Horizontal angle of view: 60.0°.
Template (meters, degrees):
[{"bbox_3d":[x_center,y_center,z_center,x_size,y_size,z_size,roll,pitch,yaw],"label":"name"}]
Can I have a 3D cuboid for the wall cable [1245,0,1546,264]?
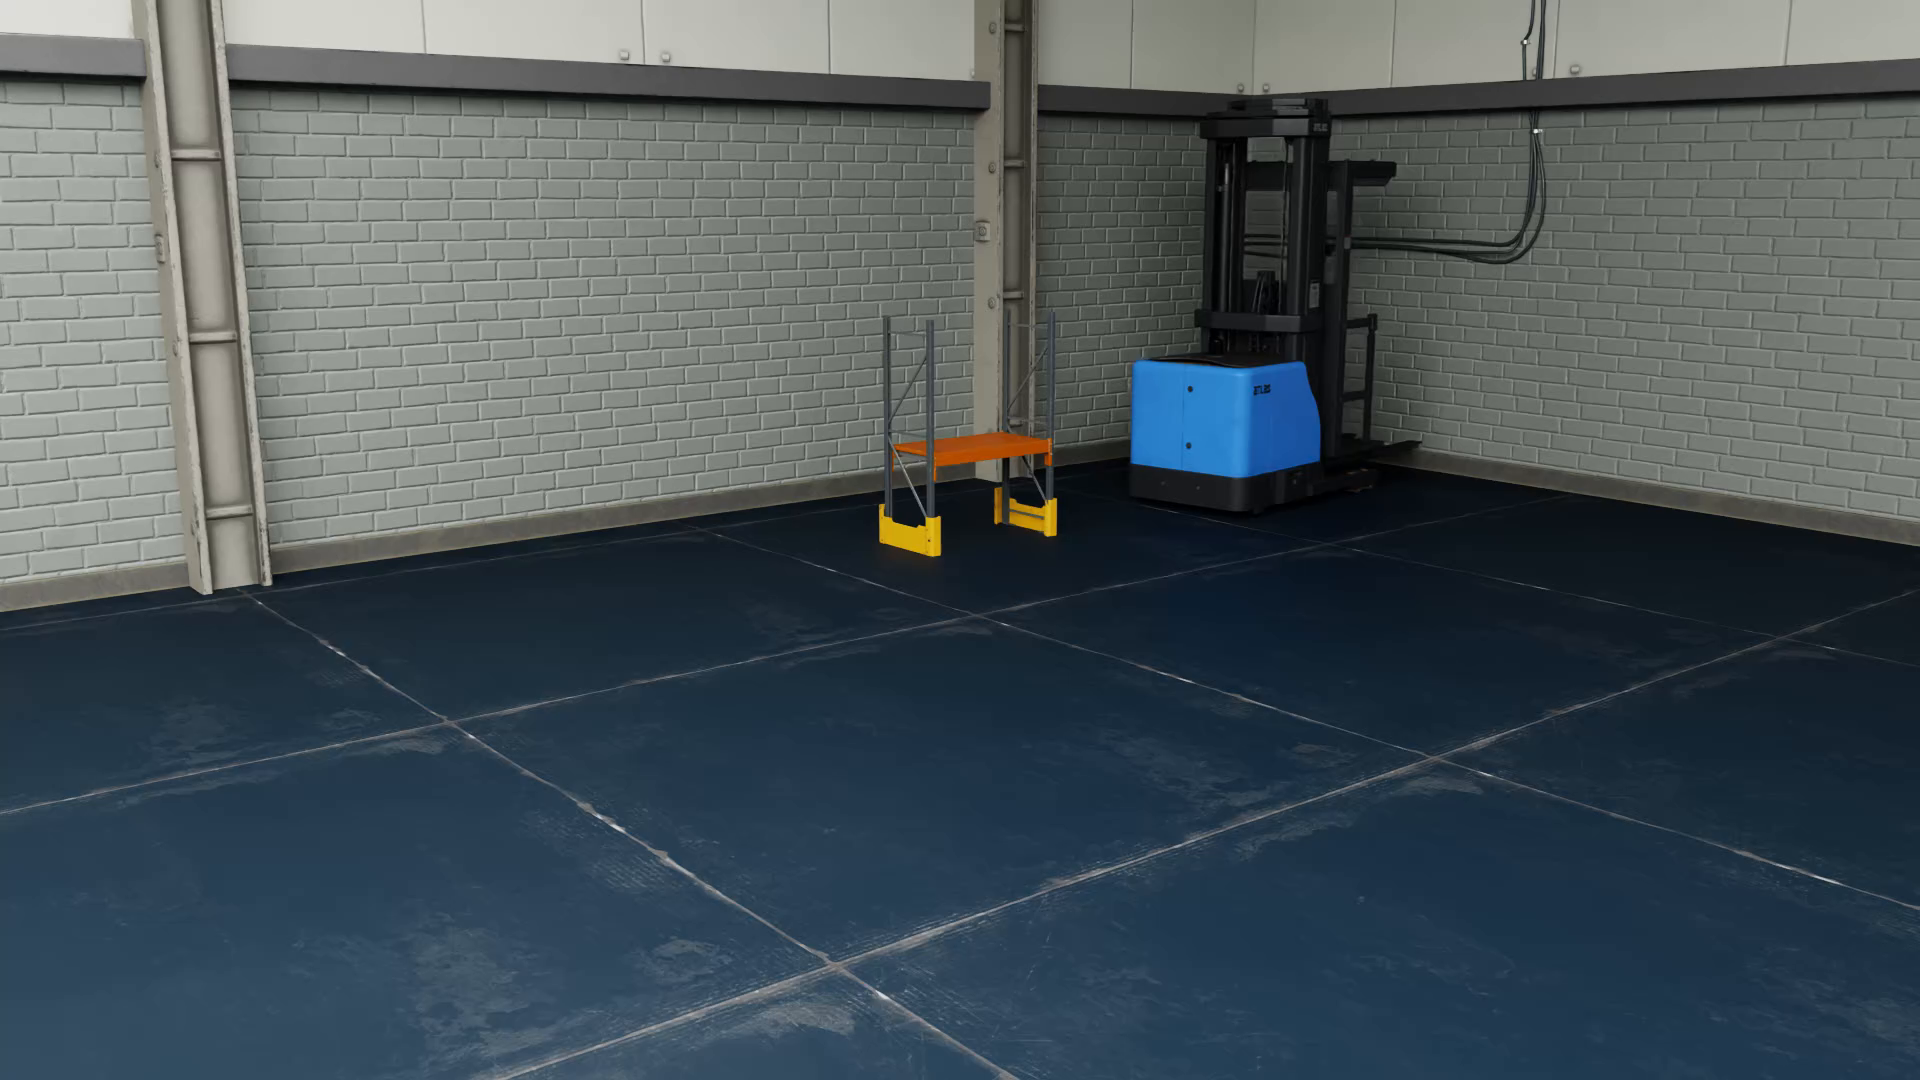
[{"bbox_3d":[3.483,-3.563,13.718,0.112,2.526,3.097,-9,15,-38],"label":"wall cable"}]

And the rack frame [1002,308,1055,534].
[{"bbox_3d":[0.464,-0.811,11.336,0.032,1.500,0.500,-9,15,-38],"label":"rack frame"}]

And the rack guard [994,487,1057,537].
[{"bbox_3d":[0.448,-0.197,11.454,0.087,0.250,0.587,-9,15,-38],"label":"rack guard"}]

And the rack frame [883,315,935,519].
[{"bbox_3d":[-0.330,-0.679,10.714,0.032,1.500,0.500,-9,15,-38],"label":"rack frame"}]

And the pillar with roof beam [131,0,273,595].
[{"bbox_3d":[-1.639,-3.437,5.651,0.400,9.000,9.100,-9,15,-38],"label":"pillar with roof beam"}]

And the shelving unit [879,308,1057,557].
[{"bbox_3d":[0.060,-0.744,11.020,1.083,1.500,0.587,-9,15,-38],"label":"shelving unit"}]

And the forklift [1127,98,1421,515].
[{"bbox_3d":[2.611,-1.859,12.826,1.130,2.935,3.031,11,16,41],"label":"forklift"}]

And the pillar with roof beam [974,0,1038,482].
[{"bbox_3d":[3.046,-4.216,9.317,0.400,9.000,9.100,-9,15,-38],"label":"pillar with roof beam"}]

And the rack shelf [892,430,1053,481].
[{"bbox_3d":[0.067,-0.569,11.062,1.000,0.185,0.538,-9,15,-38],"label":"rack shelf"}]

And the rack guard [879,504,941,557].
[{"bbox_3d":[-0.329,-0.068,10.845,0.087,0.250,0.587,-9,15,-38],"label":"rack guard"}]
